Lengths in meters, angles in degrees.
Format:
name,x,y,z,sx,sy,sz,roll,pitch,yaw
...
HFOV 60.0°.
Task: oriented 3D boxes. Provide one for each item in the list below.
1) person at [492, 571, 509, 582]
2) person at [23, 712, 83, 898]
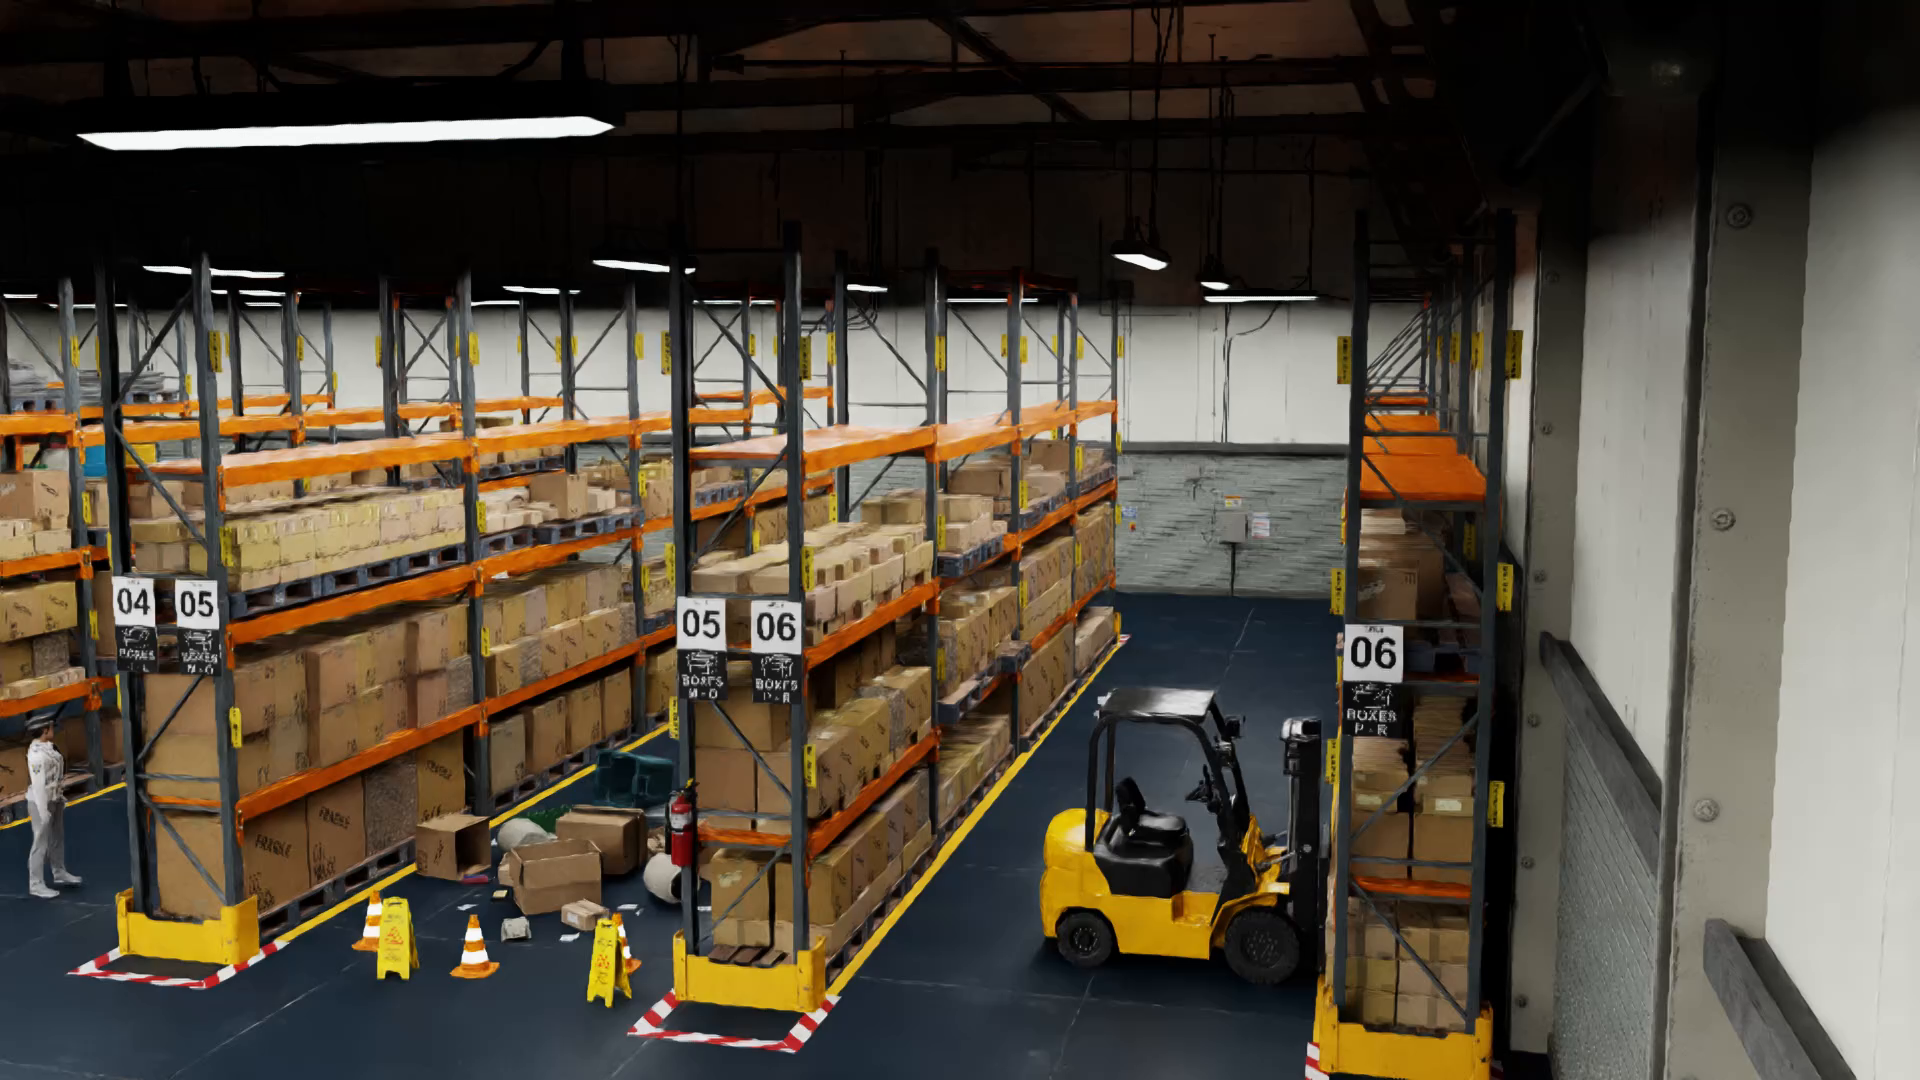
name,x,y,z,sx,sy,sz,roll,pitch,yaw
person,-6.839,1.269,24.951,0.566,1.706,1.122,2,7,16
person,-8.465,2.444,15.482,0.408,1.680,0.538,-2,7,-16
